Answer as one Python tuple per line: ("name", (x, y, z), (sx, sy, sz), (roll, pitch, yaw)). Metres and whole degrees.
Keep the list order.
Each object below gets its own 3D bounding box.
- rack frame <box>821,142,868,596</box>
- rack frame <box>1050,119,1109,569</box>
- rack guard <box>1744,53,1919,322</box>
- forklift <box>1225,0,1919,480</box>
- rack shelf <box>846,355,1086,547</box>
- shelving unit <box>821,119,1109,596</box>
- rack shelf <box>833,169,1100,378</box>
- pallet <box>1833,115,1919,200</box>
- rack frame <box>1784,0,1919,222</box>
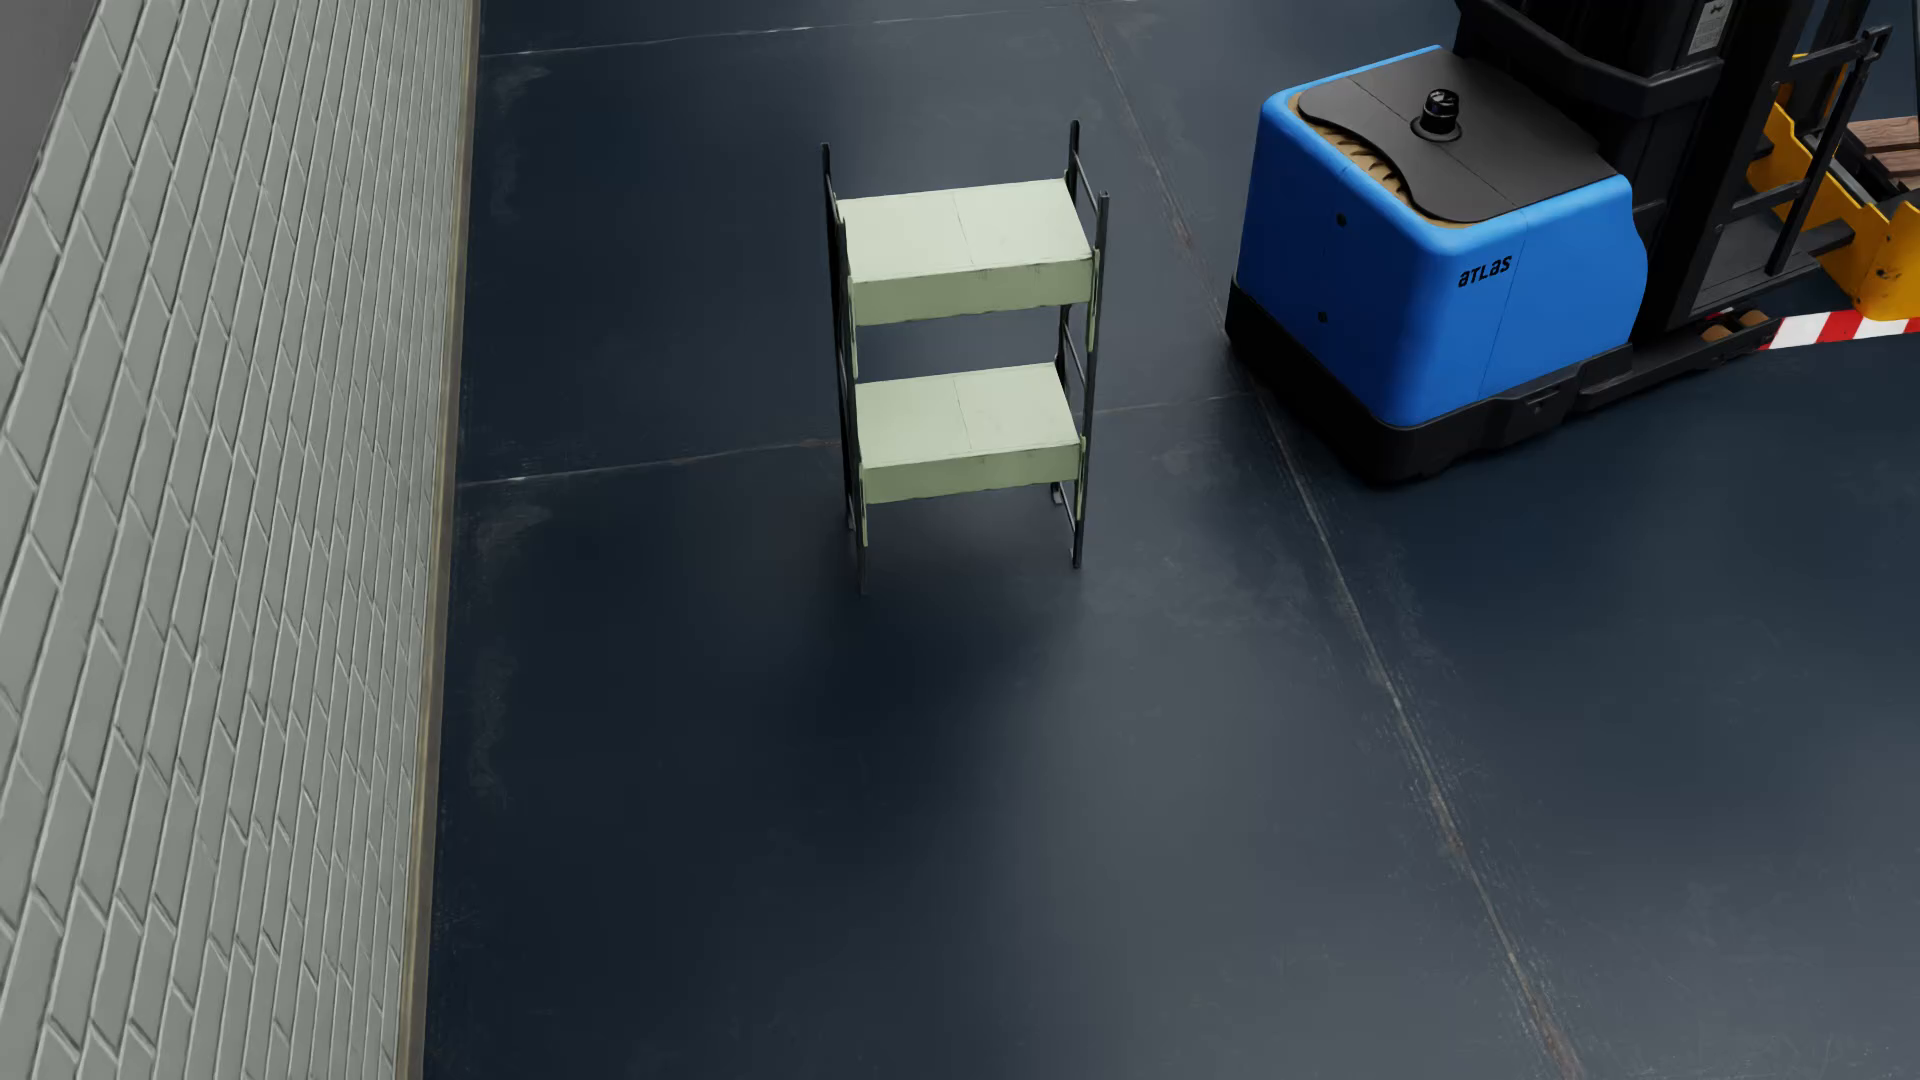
("rack frame", (-0.354, -0.476, 5.167), (0.023, 1.500, 0.400), (-7, 46, -7))
("rack frame", (0.367, -0.566, 5.254), (0.023, 1.500, 0.400), (-7, 46, -7))
("rack guard", (3.662, -1.467, 6.816), (0.348, 0.500, 1.175), (-7, 46, -7))
("forklift", (2.572, -1.992, 5.634), (3.031, 2.935, 1.130), (-21, 50, -19))
("rack shelf", (0.007, -0.295, 5.445), (0.720, 0.370, 0.431), (-7, 46, -7))
("shelving unit", (0.007, -0.521, 5.211), (0.755, 1.500, 0.431), (-7, 46, -7))
("rack shelf", (0.007, -0.792, 4.930), (0.720, 0.370, 0.431), (-7, 46, -7))
("pallet", (4.503, -1.453, 7.003), (1.213, 0.211, 1.003), (-7, 46, -7))
("rack frame", (3.684, -2.346, 5.928), (0.127, 3.000, 1.000), (-7, 46, -7))
